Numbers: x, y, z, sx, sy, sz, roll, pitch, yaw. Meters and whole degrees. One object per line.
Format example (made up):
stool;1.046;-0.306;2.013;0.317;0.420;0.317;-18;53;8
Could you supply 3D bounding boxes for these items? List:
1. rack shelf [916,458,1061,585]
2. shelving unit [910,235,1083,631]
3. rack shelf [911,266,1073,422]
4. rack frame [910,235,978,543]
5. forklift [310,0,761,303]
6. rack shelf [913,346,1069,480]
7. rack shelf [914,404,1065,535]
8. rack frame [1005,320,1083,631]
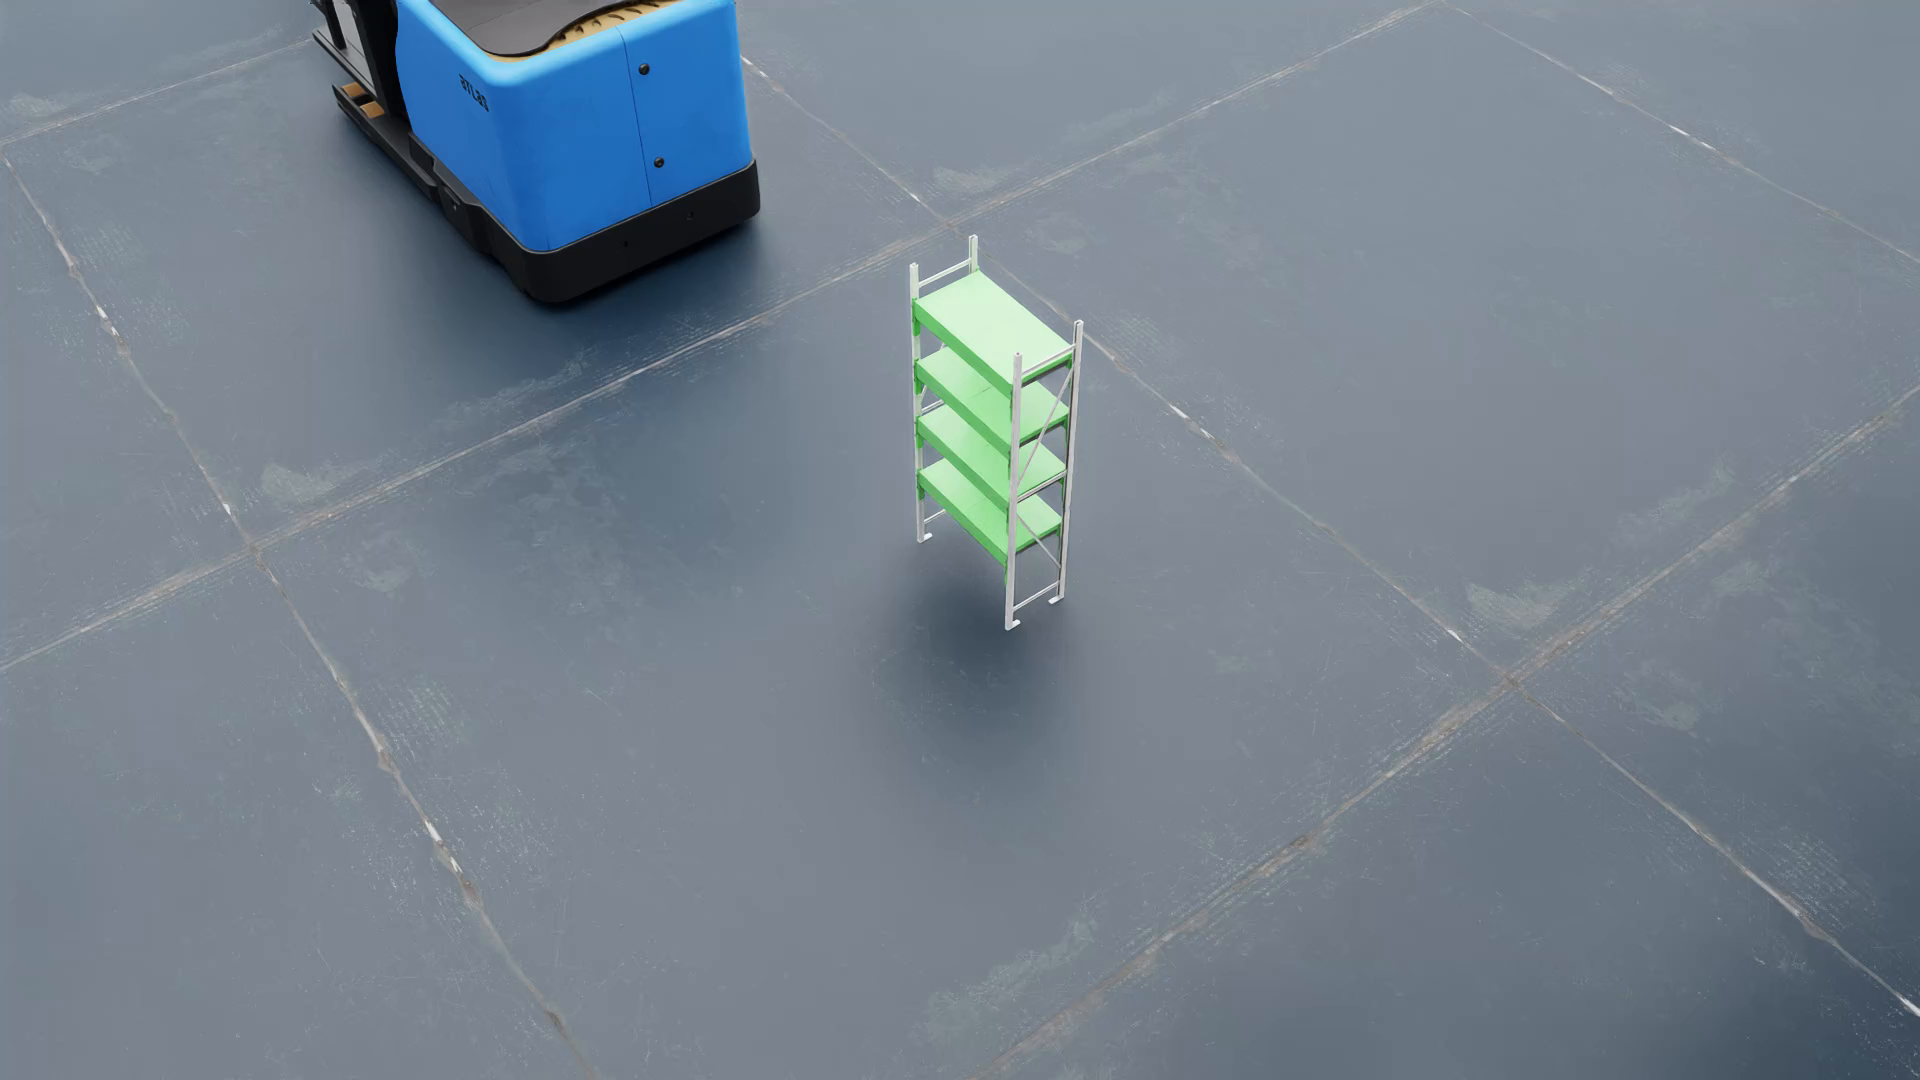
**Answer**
rack shelf;0.100;-0.101;5.442;0.258;0.148;0.480;-29;54;-24
shelving unit;0.100;-0.305;5.217;0.258;1.200;0.503;-29;54;-24
rack shelf;0.100;-0.585;4.909;0.258;0.148;0.480;-29;54;-24
rack frame;-0.048;-0.449;5.347;0.240;1.200;0.015;-29;54;-24
forklift;-2.131;-2.953;6.448;1.130;2.935;3.031;-30;54;-24
rack shelf;0.100;-0.424;5.087;0.258;0.148;0.480;-29;54;-24
rack shelf;0.100;-0.262;5.264;0.258;0.148;0.480;-29;54;-24
rack frame;0.248;-0.162;5.087;0.240;1.200;0.015;-29;54;-24
